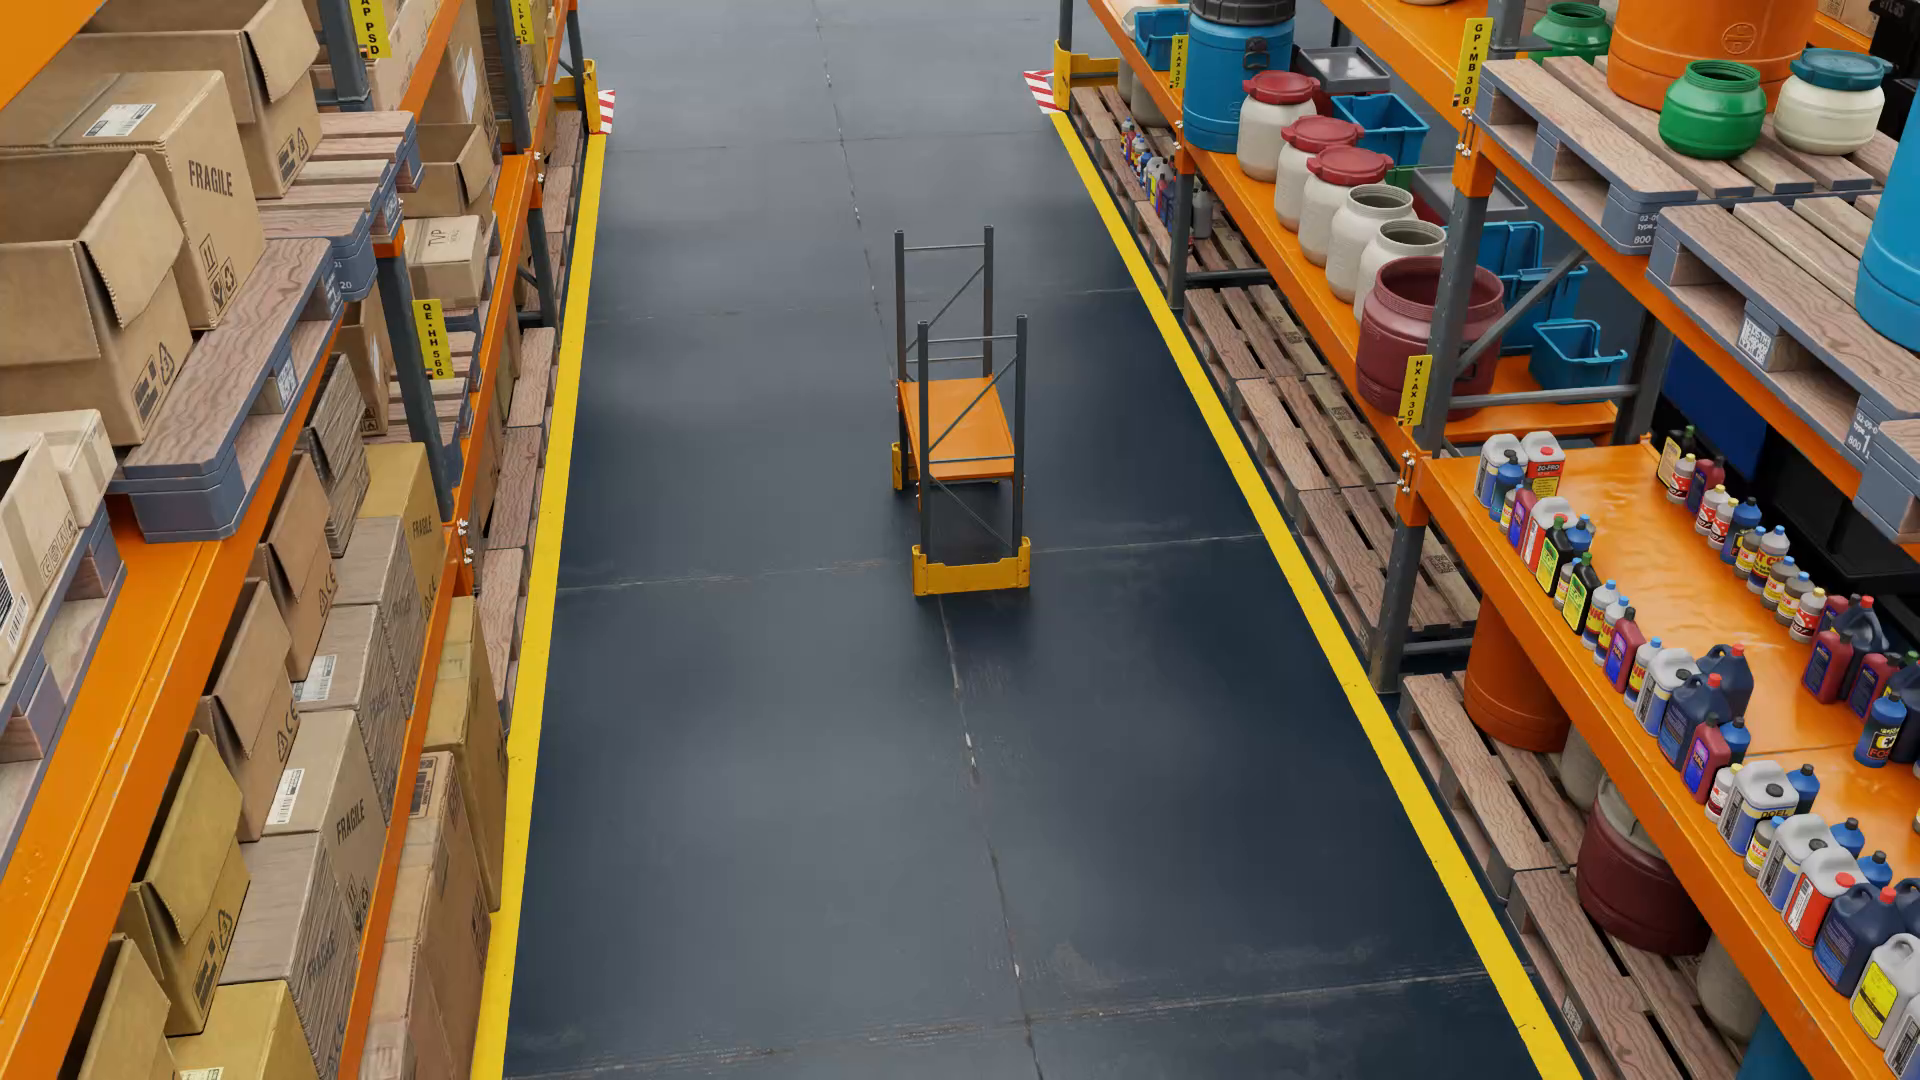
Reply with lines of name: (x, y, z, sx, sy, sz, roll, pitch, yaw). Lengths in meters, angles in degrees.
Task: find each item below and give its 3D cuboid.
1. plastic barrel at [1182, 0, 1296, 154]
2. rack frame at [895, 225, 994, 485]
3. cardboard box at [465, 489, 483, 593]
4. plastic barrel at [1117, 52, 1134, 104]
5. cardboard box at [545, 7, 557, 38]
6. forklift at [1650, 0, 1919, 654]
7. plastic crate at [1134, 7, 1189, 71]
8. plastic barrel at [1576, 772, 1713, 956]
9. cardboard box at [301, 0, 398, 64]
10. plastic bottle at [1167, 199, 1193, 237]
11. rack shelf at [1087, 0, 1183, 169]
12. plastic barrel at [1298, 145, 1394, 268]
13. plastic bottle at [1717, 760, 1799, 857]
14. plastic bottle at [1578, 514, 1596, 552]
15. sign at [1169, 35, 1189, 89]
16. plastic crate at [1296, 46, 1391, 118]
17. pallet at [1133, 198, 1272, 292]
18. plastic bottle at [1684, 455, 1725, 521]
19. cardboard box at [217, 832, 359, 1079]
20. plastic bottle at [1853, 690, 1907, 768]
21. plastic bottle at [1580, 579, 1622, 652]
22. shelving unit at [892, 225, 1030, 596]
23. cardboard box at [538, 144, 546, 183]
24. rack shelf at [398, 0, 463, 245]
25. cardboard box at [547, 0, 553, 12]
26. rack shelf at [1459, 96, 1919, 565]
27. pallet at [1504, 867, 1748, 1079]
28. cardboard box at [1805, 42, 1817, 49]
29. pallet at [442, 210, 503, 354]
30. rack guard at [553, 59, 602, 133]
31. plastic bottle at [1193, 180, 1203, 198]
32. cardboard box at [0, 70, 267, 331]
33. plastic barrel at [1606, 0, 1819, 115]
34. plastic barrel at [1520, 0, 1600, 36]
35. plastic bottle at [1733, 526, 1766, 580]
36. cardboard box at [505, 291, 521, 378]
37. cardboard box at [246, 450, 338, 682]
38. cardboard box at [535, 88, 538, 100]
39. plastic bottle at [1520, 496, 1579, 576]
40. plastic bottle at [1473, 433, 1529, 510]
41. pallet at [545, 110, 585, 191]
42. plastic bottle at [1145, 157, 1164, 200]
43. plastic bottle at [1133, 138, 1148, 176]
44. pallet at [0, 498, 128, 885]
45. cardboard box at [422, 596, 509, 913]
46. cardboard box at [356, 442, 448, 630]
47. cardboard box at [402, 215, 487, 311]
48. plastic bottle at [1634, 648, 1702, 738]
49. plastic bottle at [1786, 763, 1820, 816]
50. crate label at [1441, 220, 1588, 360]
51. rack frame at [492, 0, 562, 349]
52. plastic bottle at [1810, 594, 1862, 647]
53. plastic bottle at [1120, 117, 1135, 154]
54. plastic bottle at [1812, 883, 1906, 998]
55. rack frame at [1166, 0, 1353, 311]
plastic barrel: (1.628, -2.792, 9.738, 0.600, 0.901, 0.708, -4, 35, -6)
rack frame: (-0.080, -0.951, 8.814, 0.500, 1.500, 0.032, -4, 35, -6)
cardboard box: (-2.690, -0.046, 7.982, 0.700, 0.500, 0.500, -7, 35, -10)
plastic barrel: (1.503, -3.839, 13.556, 0.421, 0.512, 0.421, 0, 34, 0)
cardboard box: (-3.020, -3.604, 11.598, 0.380, 0.149, 0.250, -4, 35, -6)
forklift: (4.669, -1.041, 7.675, 1.130, 2.935, 3.031, -4, 34, -6)
plastic crate: (1.459, -3.359, 11.147, 0.499, 0.251, 0.616, -4, 35, -6)
plastic barrel: (2.649, 1.134, 6.191, 0.600, 0.588, 0.708, -4, 35, -6)
cardboard box: (-2.302, -1.985, 5.803, 0.500, 0.500, 0.500, -4, 34, -6)
plastic bottle: (1.505, -2.248, 11.346, 0.144, 0.351, 0.185, -5, 35, -8)
rack shelf: (1.608, -3.642, 12.069, 1.077, 0.370, 4.000, -4, 35, -6)
plastic barrel: (1.945, -1.678, 8.428, 0.433, 0.535, 0.433, 0, 34, 0)
plastic bottle: (2.413, 0.807, 5.012, 0.152, 0.276, 0.135, -4, 35, -6)
plastic bottle: (2.336, -0.005, 6.269, 0.097, 0.201, 0.097, 0, 34, 0)
sign: (1.330, -2.902, 10.099, 0.100, 0.325, 0.005, -4, 35, -6)
plastic crate: (2.245, -2.602, 9.848, 0.402, 0.464, 0.583, -4, 35, -6)
pallet: (1.828, -2.049, 11.569, 1.003, 0.211, 1.213, -4, 35, -6)
plastic bottle: (2.923, -0.220, 6.514, 0.061, 0.283, 0.133, -4, 35, -6)
cardboard box: (-1.905, 1.140, 4.325, 0.500, 0.500, 0.500, -5, 35, -7)
plastic bottle: (2.955, 0.597, 5.325, 0.097, 0.271, 0.097, 0, 34, 0)
plastic bottle: (2.252, 0.256, 5.824, 0.097, 0.271, 0.097, 0, 34, 0)
shelving unit: (-0.010, -0.662, 8.390, 0.587, 1.500, 1.083, -4, 35, -6)
cardboard box: (-3.322, -2.789, 12.026, 0.500, 0.500, 0.500, -1, 34, -2)
rack shelf: (-2.762, -2.274, 7.399, 1.077, 0.370, 4.000, -4, 35, -6)
cardboard box: (-3.312, -3.983, 11.578, 0.875, 0.500, 0.500, -4, 35, -6)
rack shelf: (2.684, -0.417, 4.674, 1.077, 0.370, 4.000, -4, 35, -6)
pallet: (2.723, 1.677, 6.101, 1.003, 0.211, 1.213, -4, 35, -6)
cardboard box: (6.298, -3.622, 12.804, 0.500, 0.500, 0.500, -4, 35, -6)
pallet: (-2.800, -1.238, 8.073, 1.003, 0.211, 1.213, -4, 35, -6)
rack guard: (-3.559, -3.605, 13.596, 1.175, 0.500, 0.348, -4, 35, -6)
plastic bottle: (1.622, -2.349, 11.562, 0.152, 0.276, 0.135, -4, 35, -6)
cardboard box: (-2.137, -0.860, 4.223, 0.500, 0.500, 0.500, -3, 34, -4)
plastic barrel: (2.488, -1.864, 5.404, 0.600, 0.830, 0.708, -4, 35, -6)
plastic barrel: (2.519, -2.512, 6.664, 0.600, 0.901, 0.600, 0, 34, 0)
plastic bottle: (2.960, 0.042, 6.201, 0.097, 0.201, 0.097, 0, 34, 0)
cardboard box: (-2.970, -1.252, 9.753, 0.700, 0.500, 0.500, -7, 35, -10)
cardboard box: (-2.326, 0.101, 4.958, 0.797, 0.503, 0.637, -4, 34, -5)
cardboard box: (-2.844, -2.765, 10.366, 0.380, 0.149, 0.250, -4, 35, -6)
plastic bottle: (2.215, -0.015, 6.219, 0.152, 0.276, 0.135, -4, 35, -6)
plastic bottle: (2.153, -0.274, 6.598, 0.152, 0.276, 0.135, -4, 35, -6)
pallet: (-3.485, -3.029, 13.008, 1.003, 0.211, 1.213, -4, 35, -6)
plastic bottle: (1.417, -2.595, 11.922, 0.152, 0.276, 0.135, -4, 34, -6)
plastic bottle: (1.333, -2.827, 12.267, 0.097, 0.271, 0.097, 0, 34, 0)
pallet: (-2.127, 0.348, 3.082, 0.805, 0.209, 1.217, -6, 35, -8)
cardboard box: (-2.421, 0.875, 6.316, 1.225, 0.875, 0.875, -6, 35, -9)
cardboard box: (-2.181, 0.000, 5.998, 0.500, 0.500, 0.500, -3, 34, -5)
cardboard box: (-2.491, -1.280, 7.725, 0.500, 0.250, 0.500, -5, 35, -8)
plastic bottle: (2.339, 0.500, 5.463, 0.152, 0.276, 0.135, -4, 35, -6)
plastic bottle: (2.534, 0.789, 5.042, 0.097, 0.271, 0.097, 0, 34, 0)
crate label: (2.549, -1.180, 7.787, 0.502, 0.435, 0.616, -4, 35, -6)
rack frame: (-3.031, -2.448, 9.678, 1.000, 3.000, 0.127, -4, 35, -6)
plastic bottle: (3.046, 0.289, 5.767, 0.061, 0.283, 0.133, -4, 35, -6)
plastic bottle: (1.274, -3.074, 12.629, 0.097, 0.271, 0.097, 0, 34, 0)
plastic bottle: (2.480, 1.070, 4.560, 0.144, 0.351, 0.185, -4, 35, -6)
rack frame: (1.877, -2.823, 10.229, 1.000, 3.000, 0.127, -4, 35, -6)
